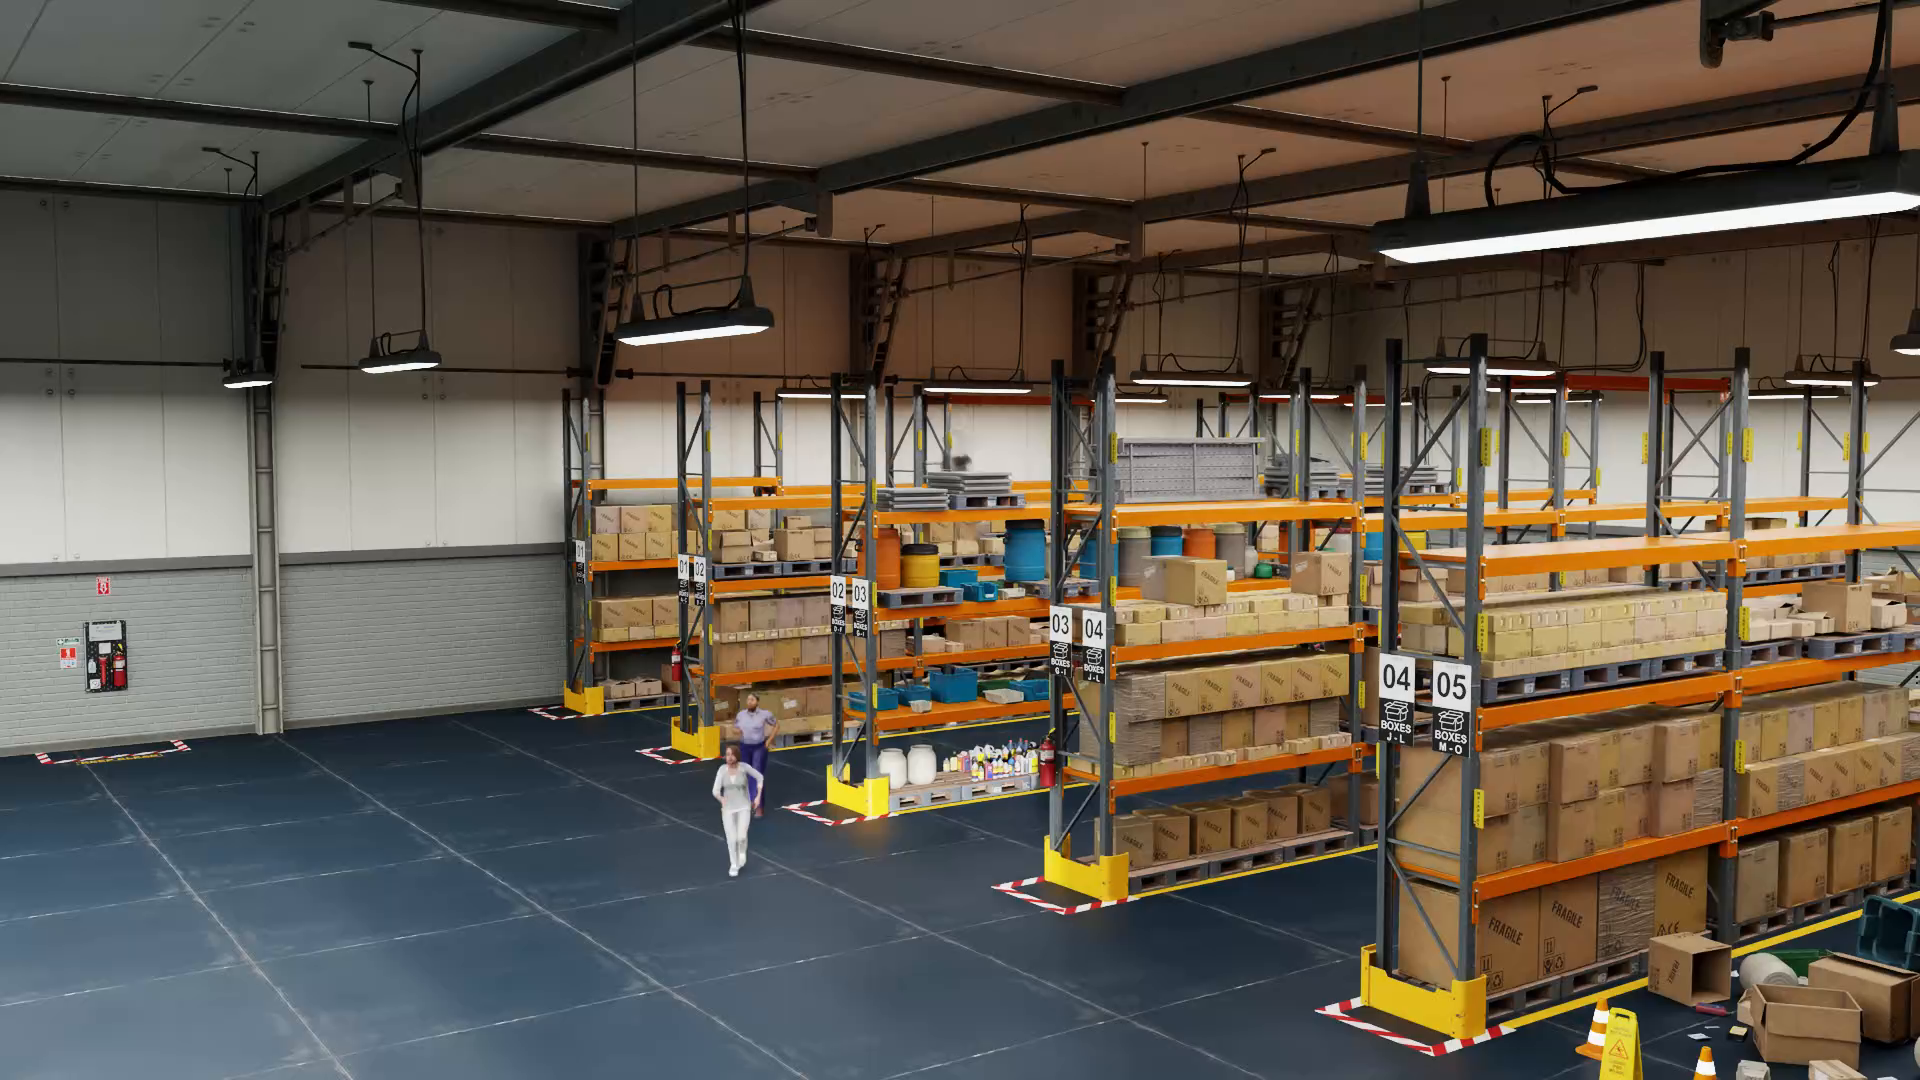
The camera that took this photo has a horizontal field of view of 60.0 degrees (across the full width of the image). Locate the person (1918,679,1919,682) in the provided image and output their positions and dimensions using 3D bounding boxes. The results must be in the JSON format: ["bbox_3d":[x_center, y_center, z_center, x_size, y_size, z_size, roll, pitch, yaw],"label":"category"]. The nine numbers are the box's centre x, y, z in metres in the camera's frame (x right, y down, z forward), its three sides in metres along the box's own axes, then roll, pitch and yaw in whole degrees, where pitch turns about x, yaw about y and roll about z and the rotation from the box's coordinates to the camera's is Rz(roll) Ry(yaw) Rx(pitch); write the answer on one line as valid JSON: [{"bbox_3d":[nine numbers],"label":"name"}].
[{"bbox_3d":[13.598,2.774,23.281,0.894,1.793,0.674,-2,4,-31],"label":"person"}]

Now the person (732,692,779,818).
[{"bbox_3d":[-2.792,2.916,22.510,0.601,1.721,0.646,1,4,14],"label":"person"}]

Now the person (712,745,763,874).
[{"bbox_3d":[-2.584,3.153,19.283,0.560,1.543,0.691,0,4,2],"label":"person"}]
